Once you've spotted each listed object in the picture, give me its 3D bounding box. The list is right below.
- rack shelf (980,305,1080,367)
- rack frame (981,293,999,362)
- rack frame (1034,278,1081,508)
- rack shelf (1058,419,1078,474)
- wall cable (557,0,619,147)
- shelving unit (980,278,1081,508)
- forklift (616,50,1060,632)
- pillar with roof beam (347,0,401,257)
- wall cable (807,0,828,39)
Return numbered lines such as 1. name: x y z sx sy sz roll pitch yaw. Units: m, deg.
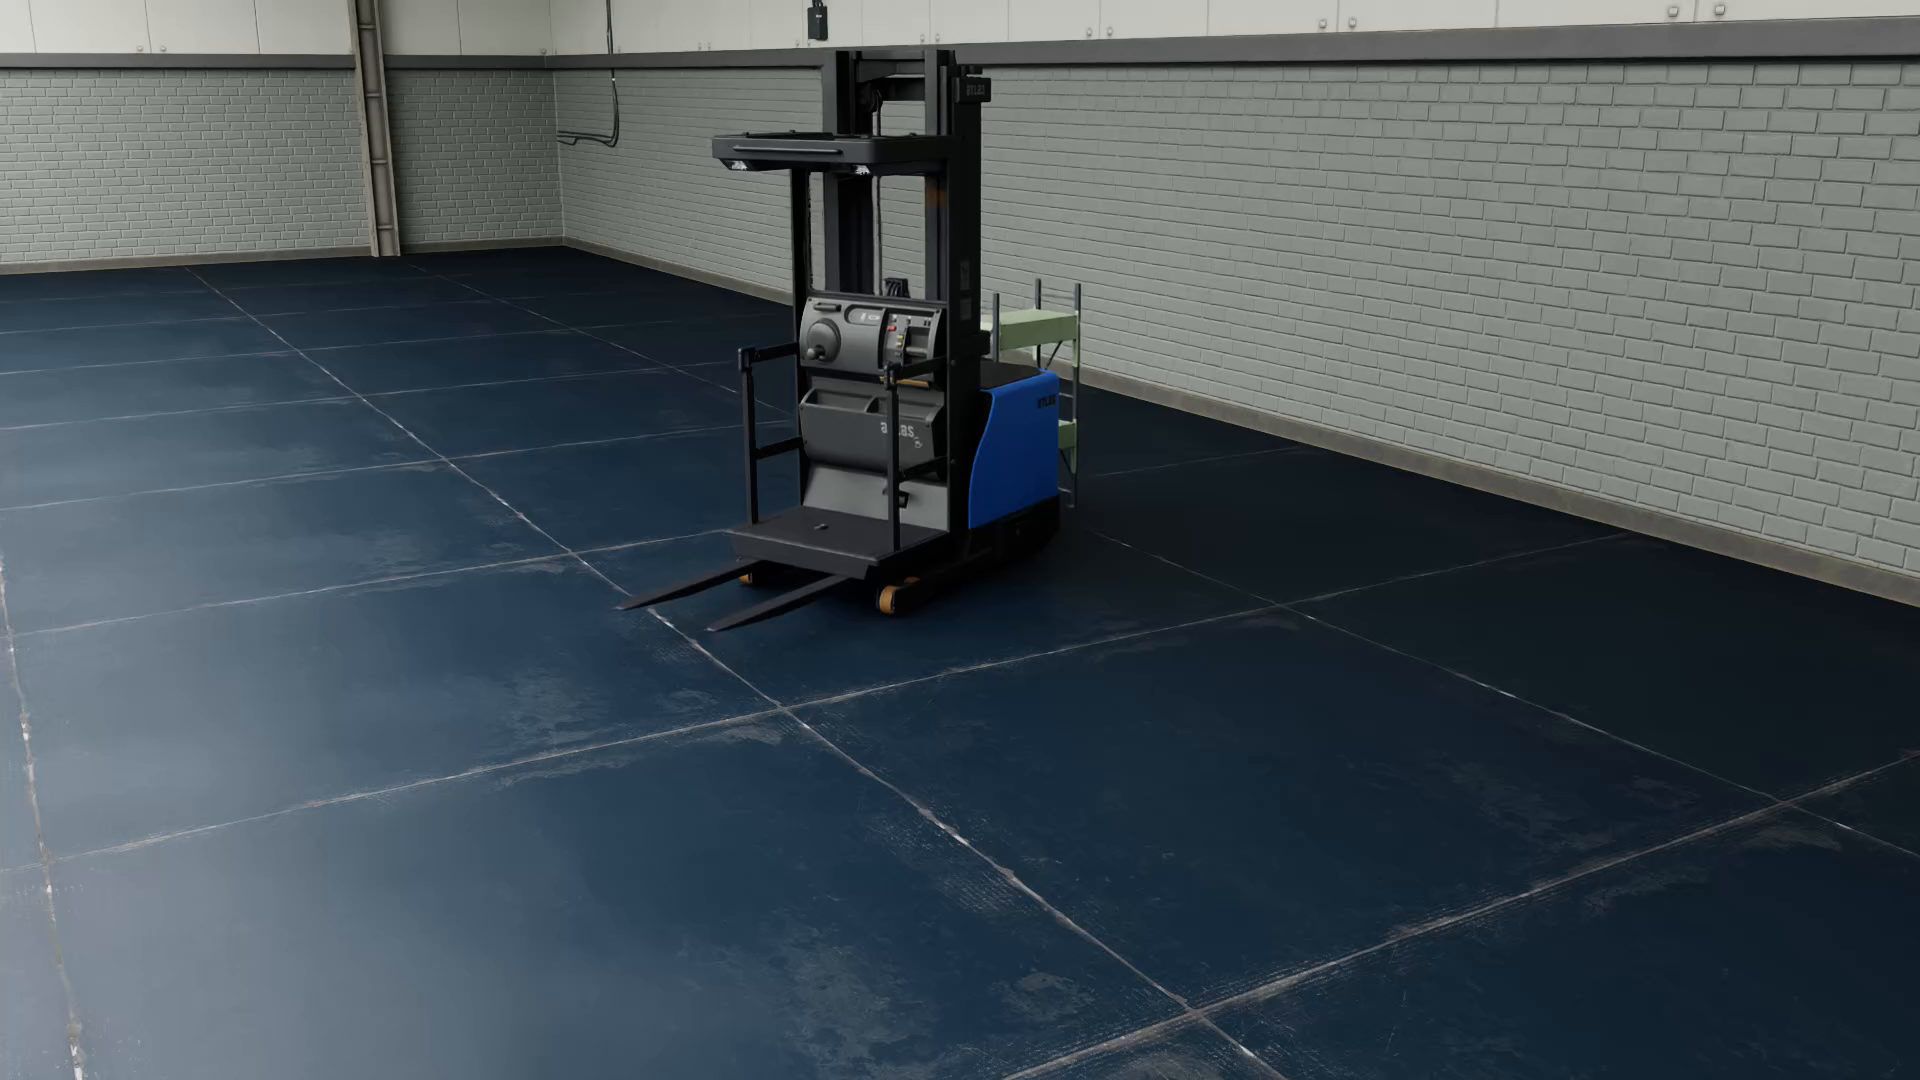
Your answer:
1. rack shelf: 0.373 -1.290 10.786 0.720 0.370 0.431 -14 21 -40
2. rack frame: 0.102 -0.848 10.655 0.023 1.500 0.400 -14 21 -40
3. rack frame: 0.644 -0.980 11.129 0.023 1.500 0.400 -14 21 -40
4. rack shelf: 0.373 -0.600 10.980 0.720 0.370 0.431 -14 21 -40
5. wall cable: -6.018 -7.515 26.301 0.112 2.526 3.097 -9 18 -30
6. shelving unit: 0.373 -0.914 10.892 0.755 1.500 0.431 -14 21 -40
7. forklift: -0.617 -1.148 9.073 1.130 2.935 3.031 10 19 32
8. pillar with roof beam: -7.007 -7.911 21.959 0.400 9.000 9.100 -9 18 -30
9. wall cable: -1.142 -8.449 17.579 0.169 6.003 2.305 -9 18 -30
